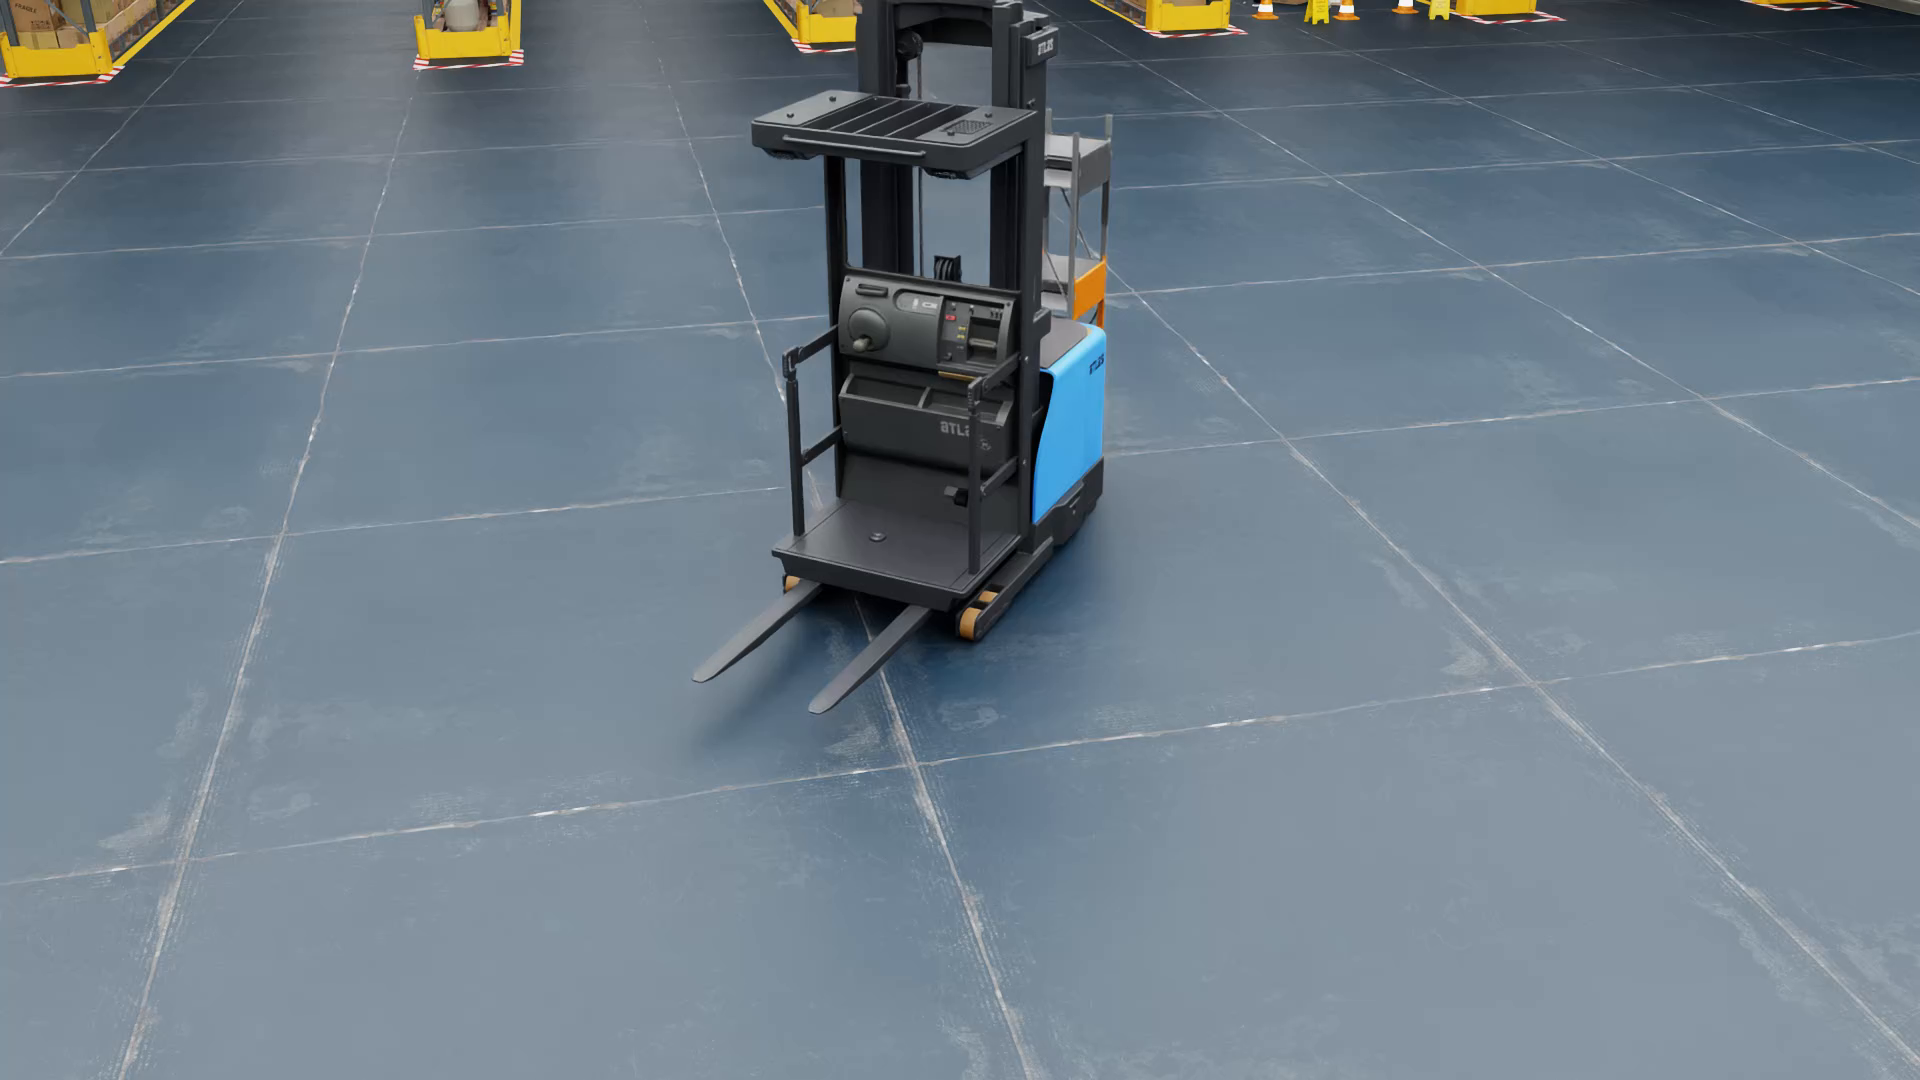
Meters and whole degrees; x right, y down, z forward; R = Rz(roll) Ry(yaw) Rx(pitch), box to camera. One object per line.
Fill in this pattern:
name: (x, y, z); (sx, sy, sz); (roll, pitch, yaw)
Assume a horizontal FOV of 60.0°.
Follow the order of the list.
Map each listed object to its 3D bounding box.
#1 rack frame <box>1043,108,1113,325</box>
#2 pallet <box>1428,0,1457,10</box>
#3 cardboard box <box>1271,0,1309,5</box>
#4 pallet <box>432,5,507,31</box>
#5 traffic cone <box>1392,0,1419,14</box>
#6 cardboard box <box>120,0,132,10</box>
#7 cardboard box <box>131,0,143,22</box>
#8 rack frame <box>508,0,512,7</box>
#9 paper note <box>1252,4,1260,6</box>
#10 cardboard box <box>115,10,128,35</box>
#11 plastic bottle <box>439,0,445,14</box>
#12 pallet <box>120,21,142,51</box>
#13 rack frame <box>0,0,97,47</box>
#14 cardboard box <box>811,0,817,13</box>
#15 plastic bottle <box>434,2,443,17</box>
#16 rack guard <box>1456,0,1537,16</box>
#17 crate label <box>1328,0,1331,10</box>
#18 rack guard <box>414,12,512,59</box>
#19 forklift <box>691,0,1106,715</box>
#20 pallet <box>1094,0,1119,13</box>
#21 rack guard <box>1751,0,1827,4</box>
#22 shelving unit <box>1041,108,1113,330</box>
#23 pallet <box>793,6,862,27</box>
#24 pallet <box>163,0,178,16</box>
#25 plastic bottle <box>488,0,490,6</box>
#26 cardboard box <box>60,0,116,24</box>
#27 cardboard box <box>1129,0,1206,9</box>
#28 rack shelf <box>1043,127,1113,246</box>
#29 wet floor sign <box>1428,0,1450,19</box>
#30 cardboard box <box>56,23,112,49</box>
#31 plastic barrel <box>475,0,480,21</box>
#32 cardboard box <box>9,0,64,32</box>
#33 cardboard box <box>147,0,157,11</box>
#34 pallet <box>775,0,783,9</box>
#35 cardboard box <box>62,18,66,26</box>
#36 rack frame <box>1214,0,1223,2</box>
rack frame: (0.667, -1.472, 9.835); (0.400, 2.100, 0.015); (12, 29, 23)
pallet: (7.870, -8.362, 25.582); (1.003, 0.211, 1.213); (-6, 27, -12)
cardboard box: (5.173, -8.612, 25.755); (0.637, 0.503, 0.797); (19, 32, 32)
pallet: (-6.957, -7.379, 23.635); (1.003, 0.211, 1.213); (-6, 27, -12)
traffic cone: (6.682, -8.138, 24.860); (0.336, 0.463, 0.334); (-6, 27, -12)
cardboard box: (-11.511, -7.414, 22.363); (0.500, 0.500, 0.500); (-6, 27, -12)
cardboard box: (-11.626, -7.298, 22.966); (0.500, 0.250, 0.500); (-6, 27, -12)
rack frame: (-7.346, -9.460, 24.663); (1.000, 3.000, 0.127); (-6, 27, -12)
paper note: (4.546, -8.182, 25.429); (0.144, 0.017, 0.142); (3, 27, 6)
cardboard box: (-11.404, -6.859, 22.095); (0.500, 0.250, 0.500); (-6, 27, -12)
plastic bottle: (-7.316, -7.559, 23.432); (0.152, 0.276, 0.135); (-6, 27, -11)
pallet: (-11.756, -6.823, 22.534); (1.003, 0.211, 1.213); (-6, 27, -12)
rack frame: (-11.272, -7.202, 20.190); (1.000, 3.000, 0.127); (-6, 27, -12)
cardboard box: (-1.912, -7.813, 23.708); (0.500, 0.500, 0.500); (1, 27, 2)
plastic bottle: (-7.286, -7.412, 23.224); (0.097, 0.201, 0.097); (0, 27, 0)
rack guard: (8.019, -8.130, 24.803); (1.175, 0.500, 0.348); (-6, 27, -12)
crate label: (5.440, -8.069, 25.086); (0.250, 0.136, 0.298); (-23, 35, -38)
rack guard: (-6.508, -6.616, 21.803); (1.175, 0.500, 0.348); (-6, 27, -12)
forklift: (-0.264, -1.031, 8.040); (1.130, 2.935, 3.031); (12, 29, 23)
pallet: (2.708, -8.298, 25.457); (1.003, 0.211, 1.213); (-6, 27, -12)
rack guard: (12.876, -8.592, 25.718); (1.175, 0.500, 0.348); (-6, 27, -12)
shelving unit: (0.561, -1.374, 9.638); (0.431, 2.100, 0.503); (12, 29, 23)
pallet: (-1.785, -7.355, 23.588); (1.003, 0.211, 1.213); (-6, 27, -12)
pallet: (-12.377, -8.033, 24.931); (1.003, 0.211, 1.213); (-6, 27, -12)
plastic bottle: (-6.772, -7.889, 24.085); (0.152, 0.276, 0.135); (-5, 27, -11)
cardboard box: (-11.290, -6.974, 21.492); (0.500, 0.500, 0.500); (-6, 27, -12)
cardboard box: (3.019, -8.196, 24.051); (0.875, 0.875, 0.875); (-6, 27, -11)
rack shelf: (0.563, -1.989, 9.333); (0.431, 0.518, 0.480); (12, 29, 23)
wet floor sign: (7.036, -7.970, 24.324); (0.267, 0.644, 0.232); (3, 27, 6)
cardboard box: (-11.176, -6.420, 21.226); (0.500, 0.250, 0.500); (-6, 27, -12)
plastic barrel: (-6.781, -7.282, 22.642); (0.421, 0.512, 0.421); (0, 27, 0)
cardboard box: (-11.682, -6.702, 20.953); (0.500, 0.500, 0.500); (-6, 27, -12)
cardboard box: (-11.856, -7.737, 23.835); (0.500, 0.250, 0.500); (-6, 27, -12)
pallet: (-2.335, -8.426, 25.710); (1.003, 0.211, 1.213); (-6, 27, -12)
cardboard box: (-11.805, -6.586, 21.555); (0.500, 0.250, 0.500); (-6, 27, -12)
rack frame: (3.236, -8.666, 23.090); (1.000, 3.000, 0.127); (-6, 27, -12)
